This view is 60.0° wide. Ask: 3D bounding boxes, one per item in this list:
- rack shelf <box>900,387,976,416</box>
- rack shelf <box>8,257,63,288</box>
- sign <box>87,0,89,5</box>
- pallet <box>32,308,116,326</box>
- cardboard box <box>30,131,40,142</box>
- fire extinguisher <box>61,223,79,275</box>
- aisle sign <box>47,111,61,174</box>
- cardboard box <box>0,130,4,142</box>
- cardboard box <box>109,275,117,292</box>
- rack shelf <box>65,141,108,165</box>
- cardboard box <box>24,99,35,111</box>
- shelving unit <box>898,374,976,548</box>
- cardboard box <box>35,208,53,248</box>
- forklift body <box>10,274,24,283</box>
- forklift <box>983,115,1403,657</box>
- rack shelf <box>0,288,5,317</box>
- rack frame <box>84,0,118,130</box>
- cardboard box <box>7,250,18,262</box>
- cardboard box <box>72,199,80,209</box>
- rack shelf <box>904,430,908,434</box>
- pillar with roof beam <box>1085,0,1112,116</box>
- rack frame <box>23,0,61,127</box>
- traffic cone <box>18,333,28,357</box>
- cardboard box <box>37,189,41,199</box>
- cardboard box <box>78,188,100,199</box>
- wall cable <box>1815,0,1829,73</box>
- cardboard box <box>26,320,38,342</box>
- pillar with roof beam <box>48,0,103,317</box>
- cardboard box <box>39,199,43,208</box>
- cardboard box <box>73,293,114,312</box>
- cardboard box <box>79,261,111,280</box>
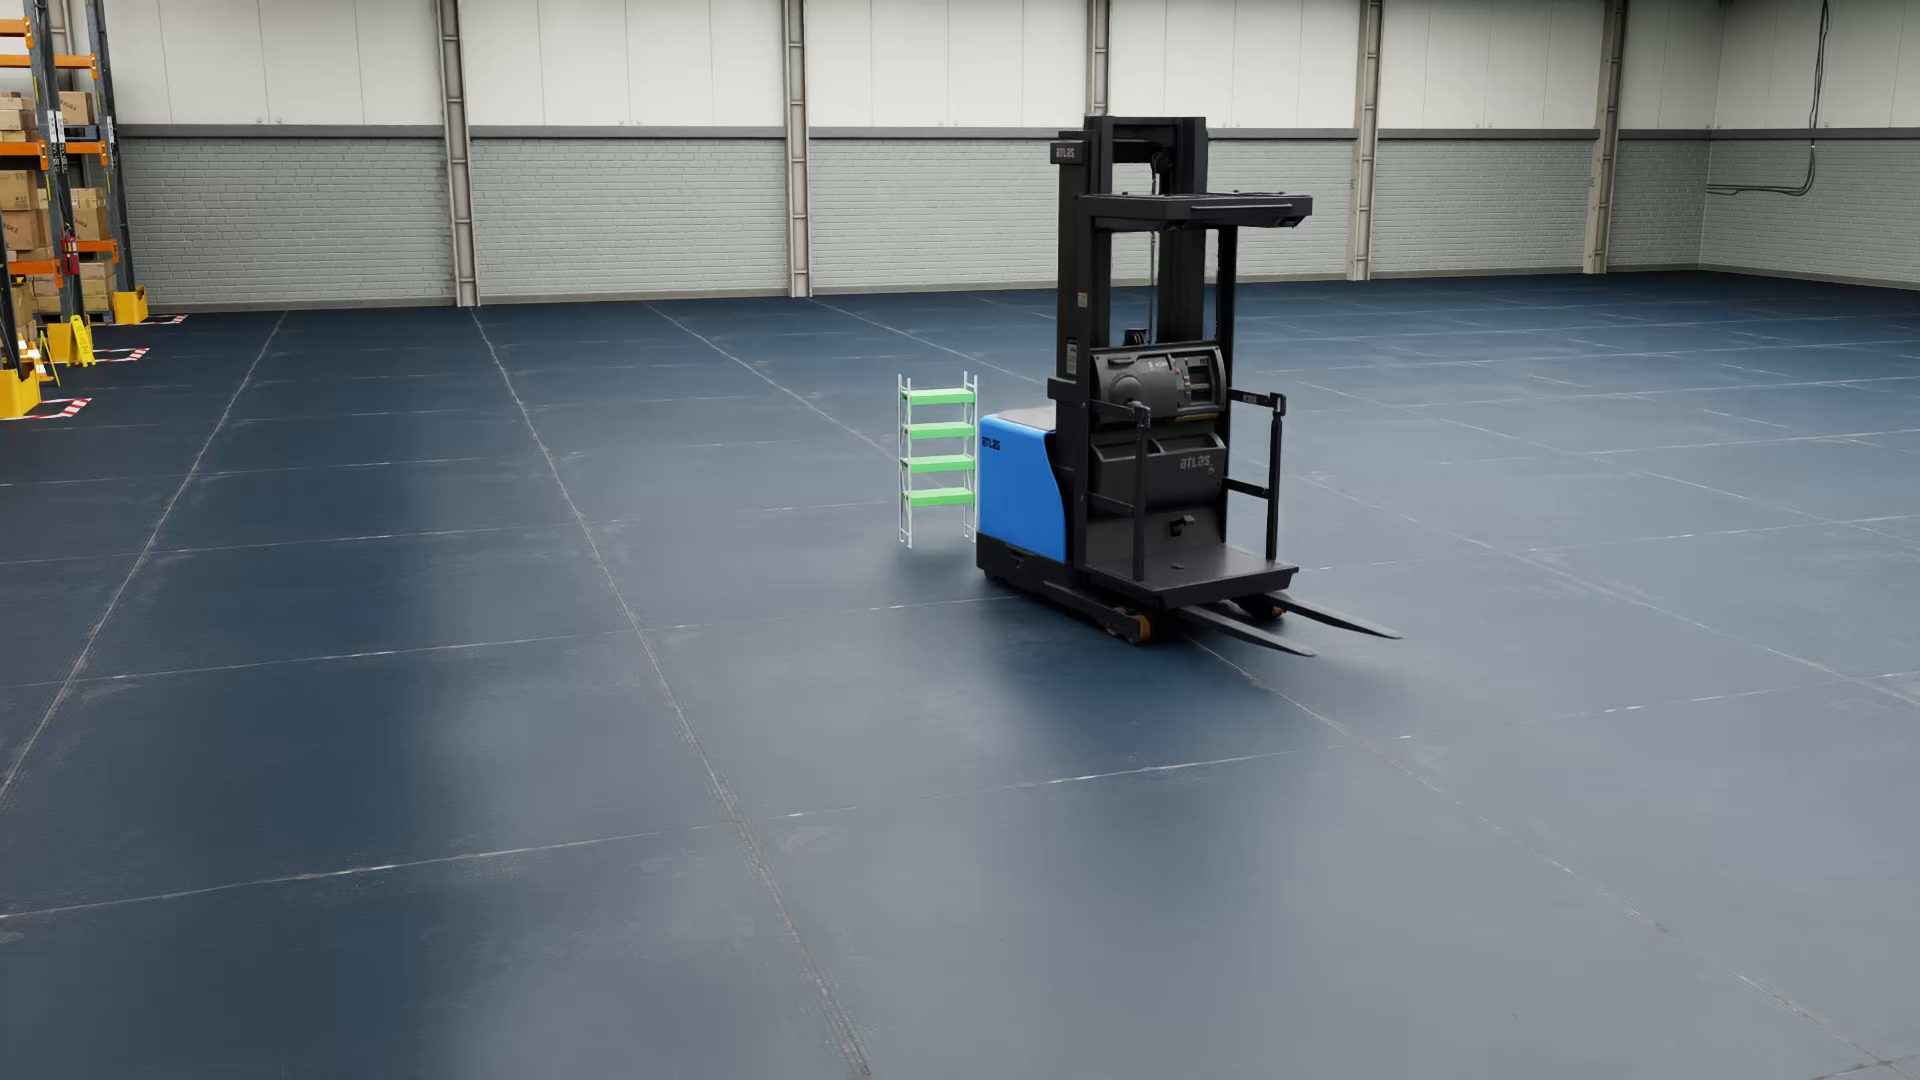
[{"bbox_3d":[-0.157,-0.976,11.695,0.480,0.148,0.258,-4,14,-18],"label":"rack shelf"},{"bbox_3d":[-13.741,-3.430,21.474,4.000,0.370,1.077,-4,14,-18],"label":"rack shelf"},{"bbox_3d":[-13.273,-8.307,25.270,0.005,0.325,0.100,-4,14,-18],"label":"sign"},{"bbox_3d":[-14.144,-3.594,26.633,1.213,0.211,1.003,-4,14,-18],"label":"pallet"},{"bbox_3d":[-12.264,-5.311,21.889,0.250,0.149,0.380,-4,14,-18],"label":"cardboard box"},{"bbox_3d":[-11.590,-3.797,21.630,0.183,0.674,0.296,-4,14,-18],"label":"fire extinguisher"},{"bbox_3d":[-11.695,-5.133,21.462,0.004,0.787,0.394,-4,14,-18],"label":"aisle sign"},{"bbox_3d":[-12.320,-5.151,21.217,0.250,0.149,0.380,-4,14,-18],"label":"cardboard box"},{"bbox_3d":[-13.944,-4.137,26.844,0.500,0.250,0.500,-4,14,-17],"label":"cardboard box"},{"bbox_3d":[-15.328,-5.978,25.702,4.000,0.370,1.077,-4,14,-18],"label":"rack shelf"},{"bbox_3d":[-12.248,-5.671,21.678,0.250,0.149,0.380,-5,14,-18],"label":"cardboard box"},{"bbox_3d":[-0.162,-0.571,11.789,0.492,1.200,0.258,-4,14,-18],"label":"shelving unit"},{"bbox_3d":[-12.383,-4.147,22.074,0.500,0.500,0.500,-5,14,-19],"label":"cardboard box"},{"bbox_3d":[-14.648,-4.063,24.414,1.214,2.155,2.313,-4,14,-18],"label":"forklift body"},{"bbox_3d":[1.294,-0.954,9.660,1.121,2.935,3.031,-8,16,-30],"label":"forklift"},{"bbox_3d":[-12.067,-2.352,16.941,4.000,0.370,1.077,-4,14,-18],"label":"rack shelf"},{"bbox_3d":[-13.432,-7.935,25.892,0.127,3.000,1.000,-4,14,-18],"label":"rack frame"},{"bbox_3d":[-12.337,-3.688,21.546,0.250,0.149,0.380,-5,14,-19],"label":"cardboard box"},{"bbox_3d":[-13.904,-5.268,26.027,0.250,0.149,0.380,-4,14,-17],"label":"cardboard box"},{"bbox_3d":[-0.157,-0.771,11.744,0.442,0.029,0.199,-4,14,-18],"label":"rack shelf"},{"bbox_3d":[4.053,-8.465,28.123,0.400,9.000,9.100,-4,14,-18],"label":"pillar with roof beam"},{"bbox_3d":[-11.846,-6.846,21.317,0.127,3.000,1.000,-4,14,-18],"label":"rack frame"},{"bbox_3d":[-11.842,-2.379,20.982,0.334,0.463,0.336,-4,14,-18],"label":"traffic cone"},{"bbox_3d":[-14.428,-5.400,25.940,0.250,0.149,0.380,-4,14,-18],"label":"cardboard box"},{"bbox_3d":[-13.705,-5.452,26.160,0.250,0.149,0.380,-4,14,-18],"label":"cardboard box"},{"bbox_3d":[18.130,-10.575,32.791,0.112,2.526,3.097,-4,14,-18],"label":"wall cable"},{"bbox_3d":[-12.699,-2.795,22.285,0.500,0.250,0.500,-5,14,-19],"label":"cardboard box"},{"bbox_3d":[-17.738,-6.442,19.617,11.283,9.000,11.773,-4,14,-18],"label":"pillar with roof beam"},{"bbox_3d":[-14.408,-5.246,25.937,0.250,0.149,0.380,-5,14,-18],"label":"cardboard box"},{"bbox_3d":[-13.777,-3.779,26.419,0.500,0.250,0.500,-4,14,-18],"label":"cardboard box"},{"bbox_3d":[-13.769,-4.267,26.310,0.500,0.250,0.500,-4,14,-16],"label":"cardboard box"}]
